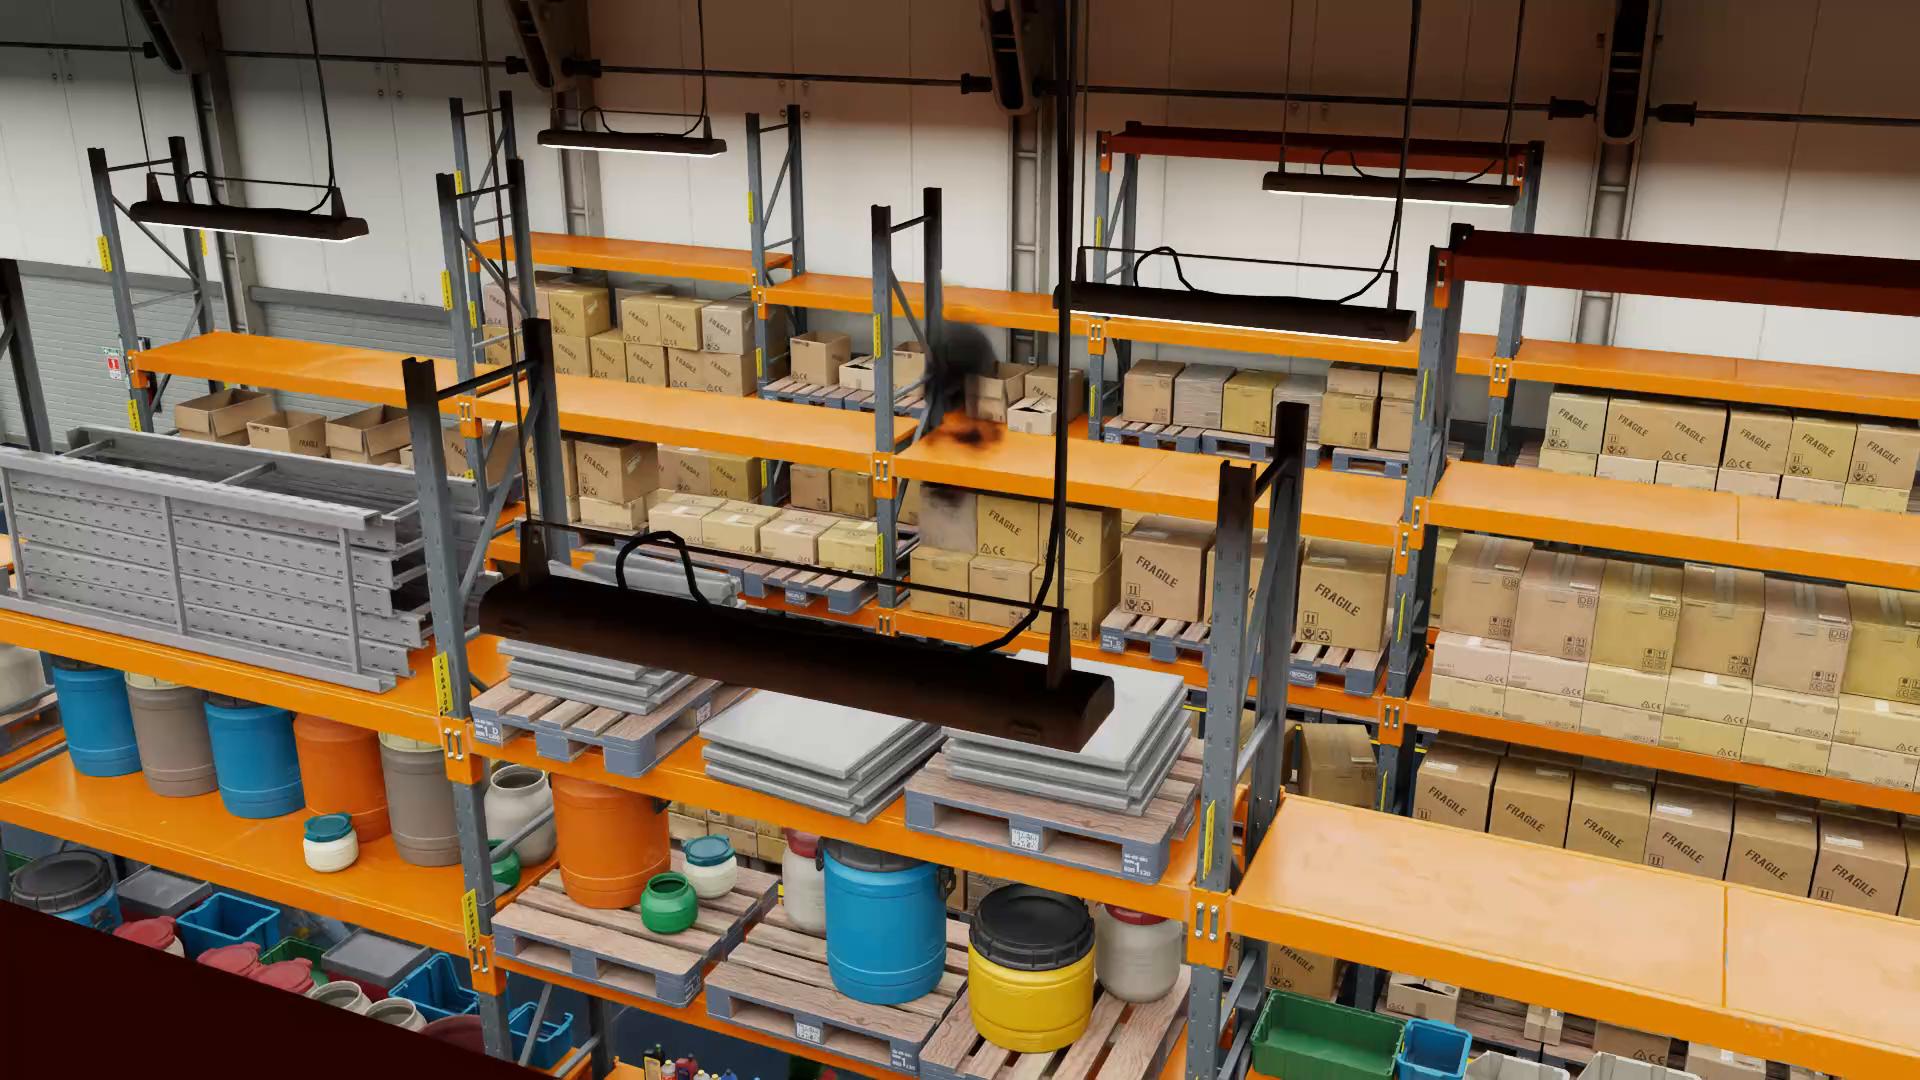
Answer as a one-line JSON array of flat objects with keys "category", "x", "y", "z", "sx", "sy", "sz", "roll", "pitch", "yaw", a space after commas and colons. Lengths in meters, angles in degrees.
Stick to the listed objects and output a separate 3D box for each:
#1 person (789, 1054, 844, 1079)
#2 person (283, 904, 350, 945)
[{"category": "person", "x": -1.015, "y": 3.362, "z": 11.260, "sx": 0.581, "sy": 1.751, "sz": 0.644, "roll": 11, "pitch": 23, "yaw": 27}, {"category": "person", "x": -5.267, "y": 2.613, "z": 13.291, "sx": 0.940, "sy": 1.750, "sz": 0.686, "roll": 7, "pitch": 22, "yaw": 17}]
